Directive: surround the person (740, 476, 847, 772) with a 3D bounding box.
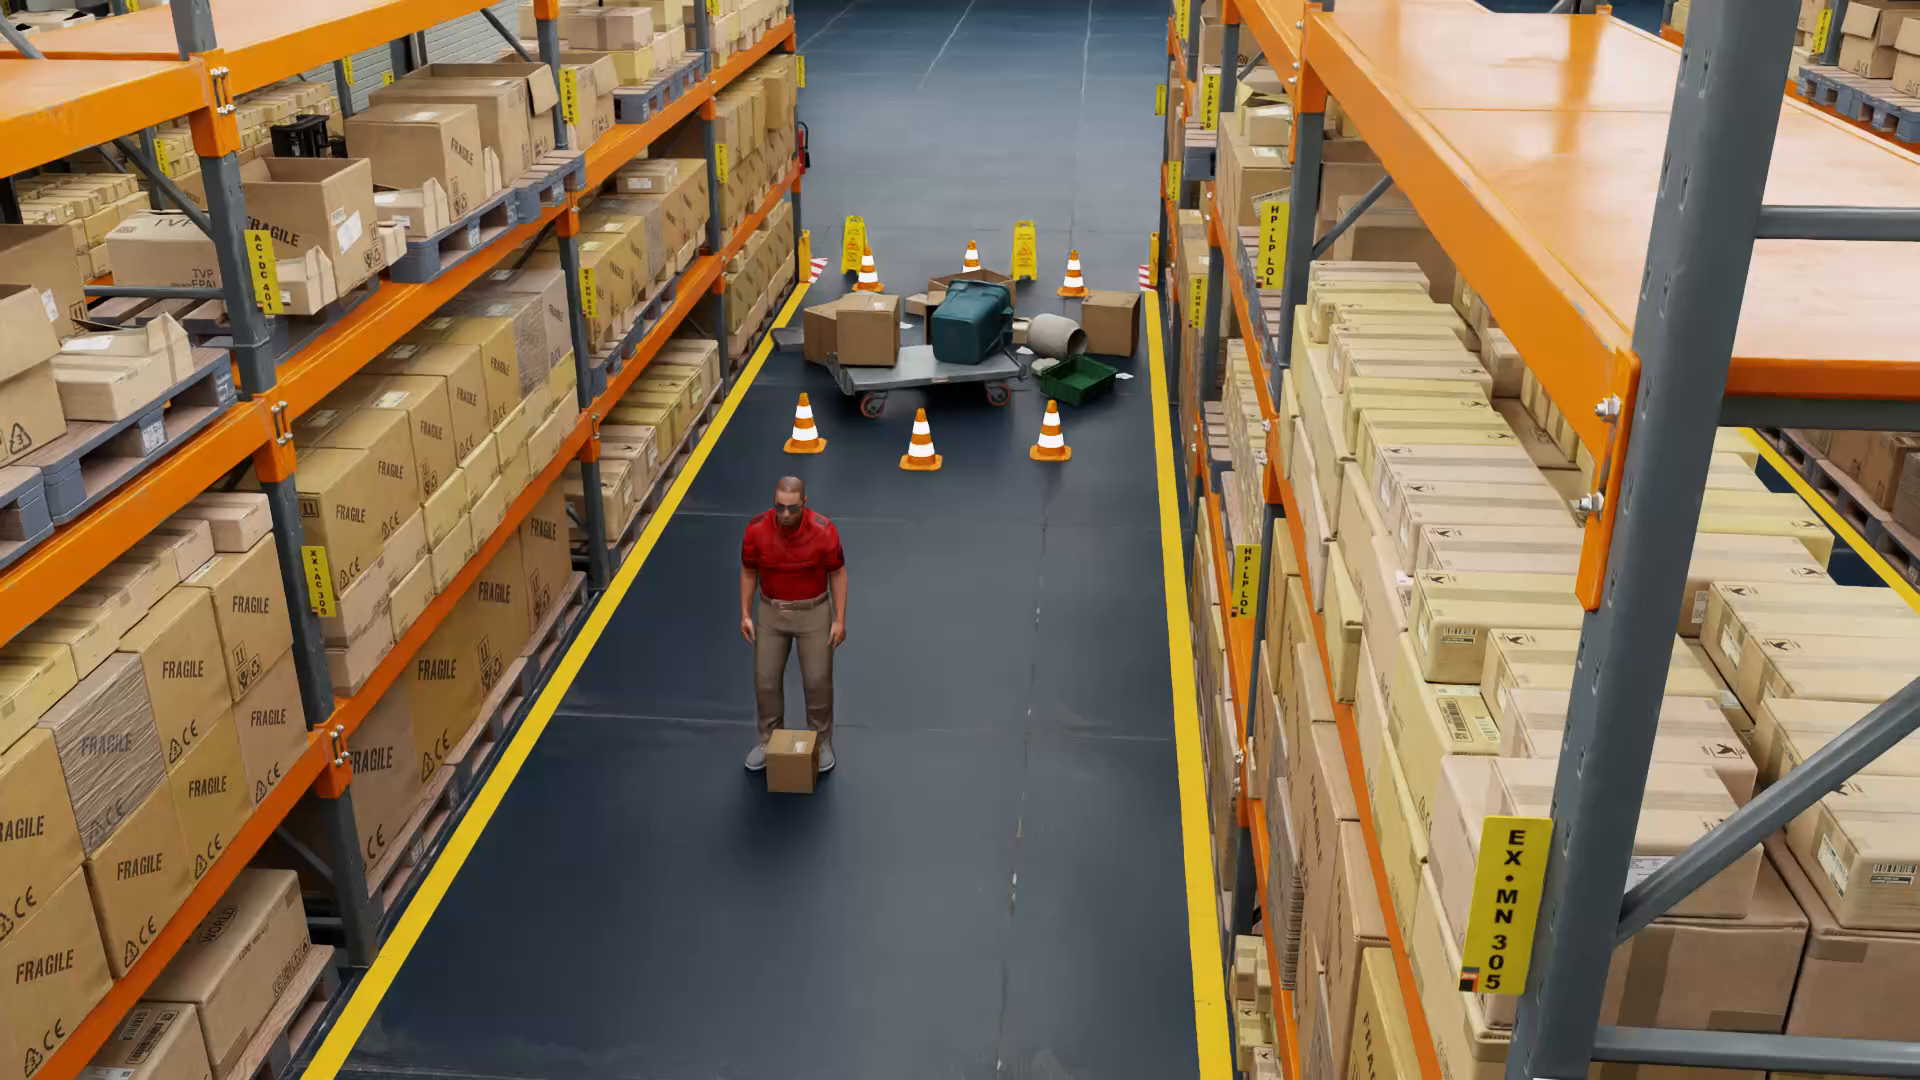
[{"bbox_3d":[-0.905,0.438,9.058,0.587,1.726,0.385,2,24,4],"label":"person"}]
